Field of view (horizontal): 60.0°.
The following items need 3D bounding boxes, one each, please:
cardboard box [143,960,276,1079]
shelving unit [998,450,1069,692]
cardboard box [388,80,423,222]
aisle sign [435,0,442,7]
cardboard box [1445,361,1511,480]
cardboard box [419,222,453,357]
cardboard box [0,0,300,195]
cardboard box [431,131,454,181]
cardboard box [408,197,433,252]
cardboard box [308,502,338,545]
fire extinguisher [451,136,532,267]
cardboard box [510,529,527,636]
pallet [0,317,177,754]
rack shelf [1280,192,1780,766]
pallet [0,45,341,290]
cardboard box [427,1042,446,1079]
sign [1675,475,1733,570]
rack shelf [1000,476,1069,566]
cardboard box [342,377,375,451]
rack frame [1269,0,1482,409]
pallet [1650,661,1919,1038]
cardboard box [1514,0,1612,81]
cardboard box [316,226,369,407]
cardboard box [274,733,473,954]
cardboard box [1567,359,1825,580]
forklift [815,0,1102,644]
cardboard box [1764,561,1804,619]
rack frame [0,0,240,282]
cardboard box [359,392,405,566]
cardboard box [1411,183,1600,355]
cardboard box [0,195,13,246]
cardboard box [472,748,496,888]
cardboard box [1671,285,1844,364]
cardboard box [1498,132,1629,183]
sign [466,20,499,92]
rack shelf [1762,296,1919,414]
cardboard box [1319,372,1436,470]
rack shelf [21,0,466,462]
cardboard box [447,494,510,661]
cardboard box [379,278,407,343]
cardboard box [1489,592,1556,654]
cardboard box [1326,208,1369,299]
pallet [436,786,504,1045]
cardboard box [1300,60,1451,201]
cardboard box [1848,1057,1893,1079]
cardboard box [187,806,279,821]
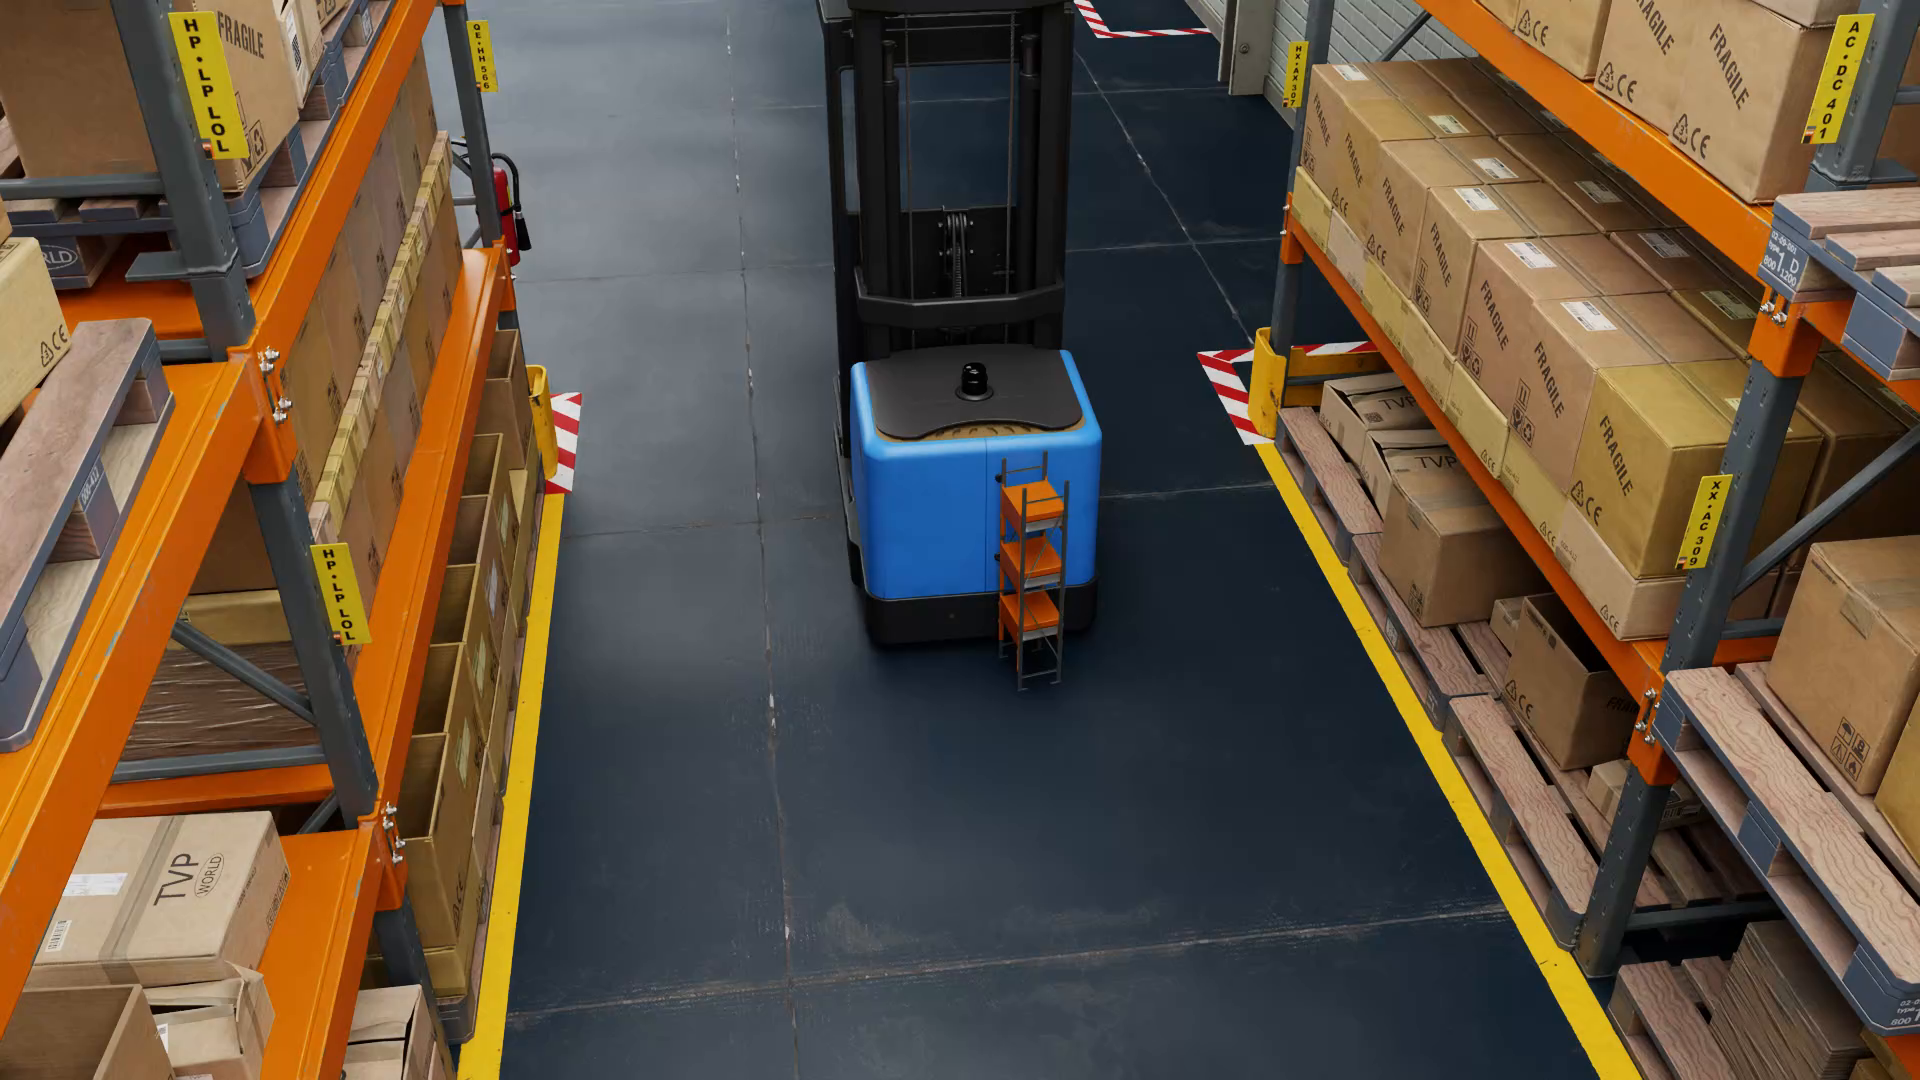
[{"bbox_3d":[-1.881,1.171,3.987,0.396,0.266,0.258,-5,35,-8],"label":"cardboard box"},{"bbox_3d":[0.308,0.145,7.105,0.215,1.050,0.252,-11,36,-15],"label":"shelving unit"},{"bbox_3d":[-2.586,-1.586,6.673,0.700,0.500,0.500,-5,35,-8],"label":"cardboard box"},{"bbox_3d":[-2.437,-2.726,7.278,0.394,0.787,0.004,-4,35,-6],"label":"aisle sign"},{"bbox_3d":[2.221,-0.484,6.412,0.500,0.250,0.500,-5,35,-7],"label":"cardboard box"},{"bbox_3d":[-2.593,-1.080,7.083,0.700,0.500,0.500,-4,34,-5],"label":"cardboard box"},{"bbox_3d":[-1.987,-1.174,4.060,0.500,0.500,0.500,-2,34,-2],"label":"cardboard box"},{"bbox_3d":[-2.479,-1.704,7.421,0.380,0.149,0.250,-5,35,-7],"label":"cardboard box"},{"bbox_3d":[-2.376,-1.274,6.792,0.380,0.149,0.250,-4,34,-6],"label":"cardboard box"},{"bbox_3d":[-2.059,0.025,4.885,0.380,0.149,0.250,-4,34,-6],"label":"cardboard box"},{"bbox_3d":[-2.275,-1.662,8.094,0.296,0.674,0.183,-4,35,-6],"label":"fire extinguisher"},{"bbox_3d":[-2.206,0.204,7.356,0.500,0.250,0.500,-4,35,-6],"label":"cardboard box"},{"bbox_3d":[-2.050,-0.030,3.137,0.805,0.209,1.217,-6,35,-8],"label":"pallet"},{"bbox_3d":[2.458,-0.557,7.042,1.077,0.370,4.000,-4,35,-6],"label":"rack shelf"},{"bbox_3d":[-2.321,-1.038,4.524,1.003,0.211,1.213,-4,35,-6],"label":"pallet"},{"bbox_3d":[-1.838,1.811,4.997,0.500,0.250,0.500,-5,35,-7],"label":"cardboard box"},{"bbox_3d":[2.191,-0.050,4.892,0.100,0.325,0.005,-4,35,-6],"label":"sign"},{"bbox_3d":[0.308,-0.081,6.951,0.215,0.259,0.240,-11,36,-15],"label":"rack shelf"},{"bbox_3d":[-2.164,-0.405,5.516,0.380,0.149,0.250,-5,35,-8],"label":"cardboard box"},{"bbox_3d":[2.189,-1.970,8.478,1.000,3.000,0.127,-4,35,-6],"label":"rack frame"},{"bbox_3d":[2.686,0.779,4.614,1.003,0.211,1.213,-4,35,-6],"label":"pallet"},{"bbox_3d":[2.247,-1.880,5.575,0.500,0.500,0.500,-6,35,-8],"label":"cardboard box"},{"bbox_3d":[-2.383,-0.747,5.441,0.700,0.500,0.500,-4,35,-6],"label":"cardboard box"},{"bbox_3d":[-1.933,1.009,5.508,0.500,0.500,0.500,-4,35,-6],"label":"cardboard box"},{"bbox_3d":[2.357,-0.235,5.380,0.500,0.500,0.500,-4,35,-6],"label":"cardboard box"},{"bbox_3d":[-0.081,-1.563,7.941,1.130,2.935,3.031,-4,34,-6],"label":"forklift"},{"bbox_3d":[2.876,0.037,5.647,0.500,0.250,0.500,-4,34,-6],"label":"cardboard box"},{"bbox_3d":[-2.181,-1.840,2.959,1.000,3.000,0.127,-4,35,-6],"label":"rack frame"},{"bbox_3d":[-2.388,-0.223,5.825,0.700,0.500,0.500,-4,34,-6],"label":"cardboard box"},{"bbox_3d":[2.157,-1.085,6.628,0.500,0.500,0.500,-3,34,-5],"label":"cardboard box"},{"bbox_3d":[-2.137,-0.675,3.007,0.500,0.500,0.500,-4,34,-6],"label":"cardboard box"},{"bbox_3d":[-2.005,1.041,6.128,0.500,0.250,0.500,-4,35,-6],"label":"cardboard box"},{"bbox_3d":[2.805,-0.561,5.860,0.500,0.500,0.500,-5,35,-7],"label":"cardboard box"},{"bbox_3d":[2.595,-1.410,7.104,0.500,0.500,0.500,-5,35,-8],"label":"cardboard box"},{"bbox_3d":[-2.179,-2.203,7.580,0.100,0.325,0.005,-4,35,-6],"label":"sign"},{"bbox_3d":[2.996,0.436,2.922,1.077,0.370,4.000,-4,35,-6],"label":"rack shelf"},{"bbox_3d":[2.193,-0.648,8.534,0.500,0.311,0.500,-8,35,-12],"label":"cardboard box"},{"bbox_3d":[-2.450,-1.419,5.644,1.077,0.370,4.000,-4,35,-6],"label":"rack shelf"},{"bbox_3d":[-2.137,0.173,6.736,0.500,0.500,0.500,-4,35,-6],"label":"cardboard box"},{"bbox_3d":[-2.268,-0.838,6.152,0.380,0.149,0.250,-5,35,-7],"label":"cardboard box"},{"bbox_3d":[2.532,0.364,7.193,0.380,0.149,0.250,-7,35,-10],"label":"cardboard box"},{"bbox_3d":[2.024,-1.331,7.656,0.500,0.250,0.500,-5,35,-8],"label":"cardboard box"},{"bbox_3d":[-2.246,1.344,6.090,1.003,0.211,1.213,-4,35,-6],"label":"pallet"},{"bbox_3d":[1.956,-1.937,7.879,0.500,0.500,0.500,-4,35,-6],"label":"cardboard box"},{"bbox_3d":[2.962,1.807,4.764,0.700,0.500,0.500,-5,35,-7],"label":"cardboard box"},{"bbox_3d":[-2.516,0.770,5.860,0.500,0.500,0.500,-4,35,-6],"label":"cardboard box"}]
